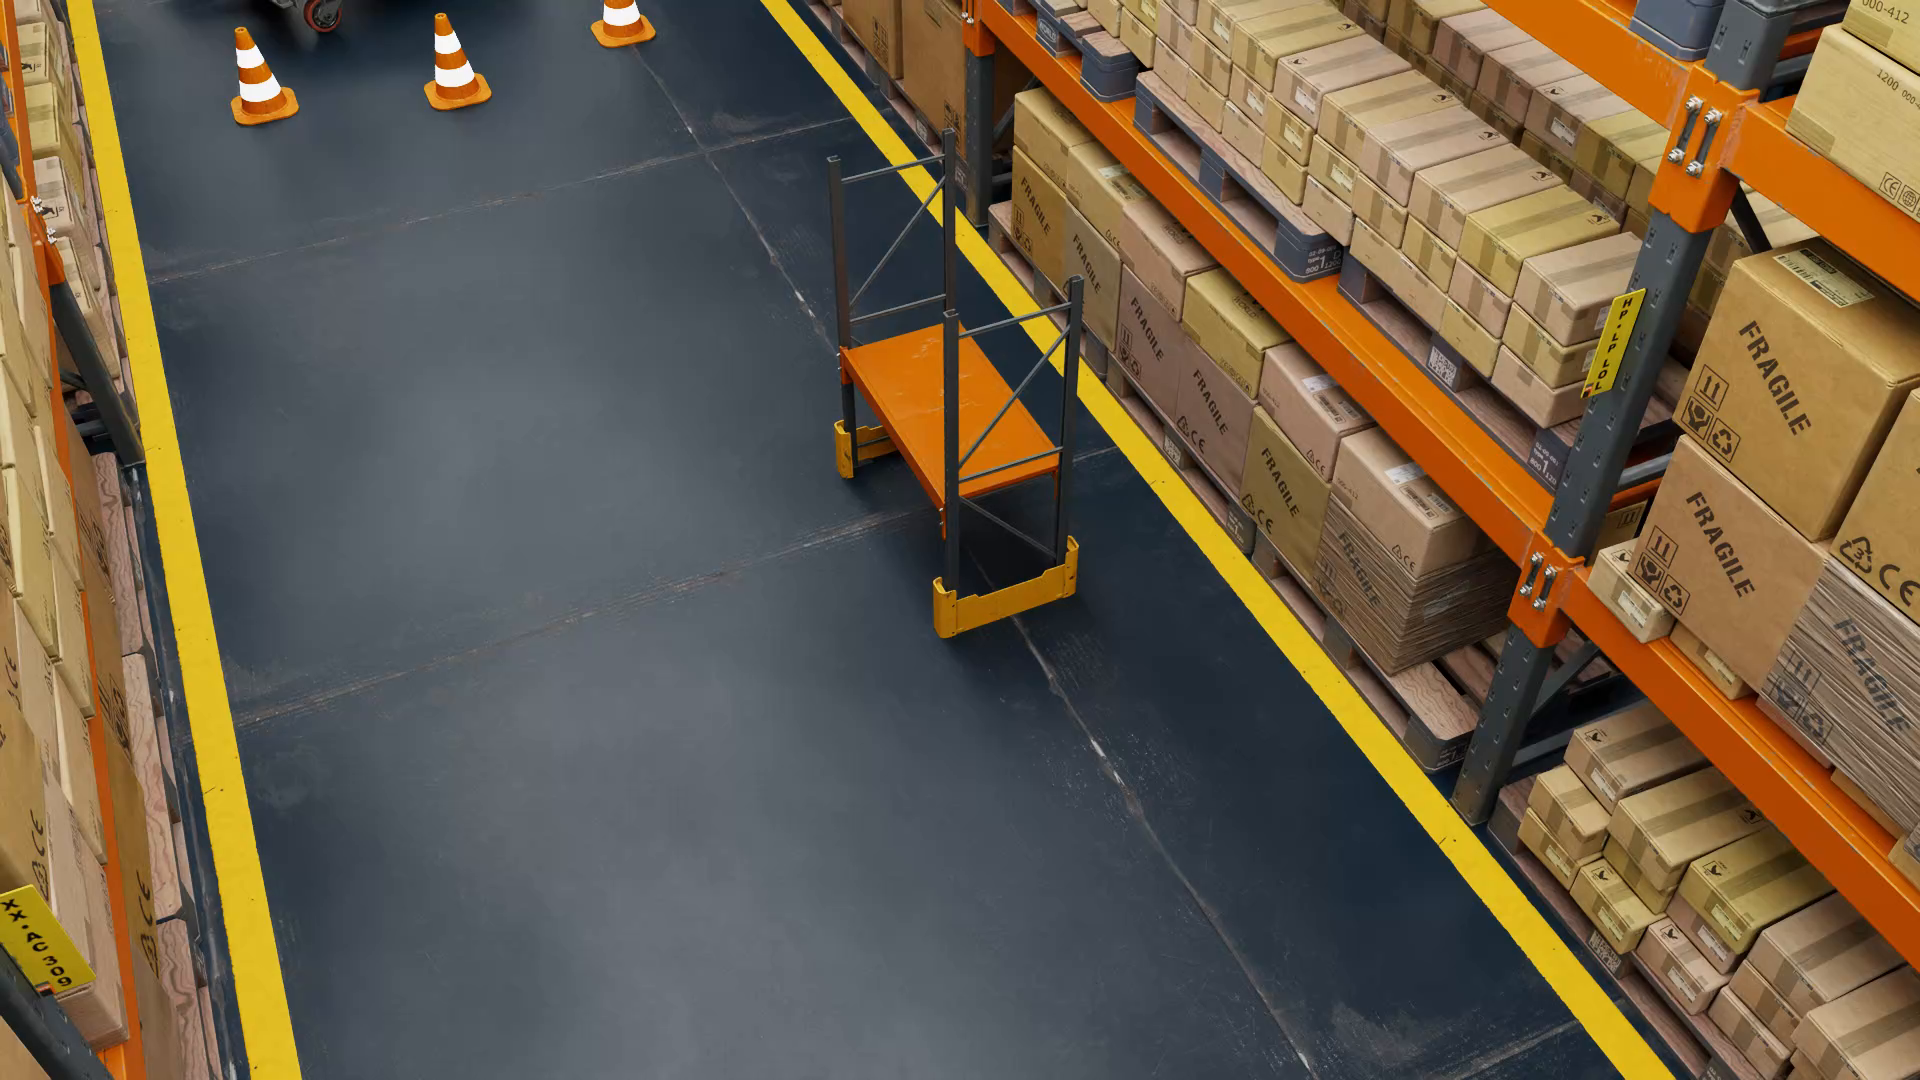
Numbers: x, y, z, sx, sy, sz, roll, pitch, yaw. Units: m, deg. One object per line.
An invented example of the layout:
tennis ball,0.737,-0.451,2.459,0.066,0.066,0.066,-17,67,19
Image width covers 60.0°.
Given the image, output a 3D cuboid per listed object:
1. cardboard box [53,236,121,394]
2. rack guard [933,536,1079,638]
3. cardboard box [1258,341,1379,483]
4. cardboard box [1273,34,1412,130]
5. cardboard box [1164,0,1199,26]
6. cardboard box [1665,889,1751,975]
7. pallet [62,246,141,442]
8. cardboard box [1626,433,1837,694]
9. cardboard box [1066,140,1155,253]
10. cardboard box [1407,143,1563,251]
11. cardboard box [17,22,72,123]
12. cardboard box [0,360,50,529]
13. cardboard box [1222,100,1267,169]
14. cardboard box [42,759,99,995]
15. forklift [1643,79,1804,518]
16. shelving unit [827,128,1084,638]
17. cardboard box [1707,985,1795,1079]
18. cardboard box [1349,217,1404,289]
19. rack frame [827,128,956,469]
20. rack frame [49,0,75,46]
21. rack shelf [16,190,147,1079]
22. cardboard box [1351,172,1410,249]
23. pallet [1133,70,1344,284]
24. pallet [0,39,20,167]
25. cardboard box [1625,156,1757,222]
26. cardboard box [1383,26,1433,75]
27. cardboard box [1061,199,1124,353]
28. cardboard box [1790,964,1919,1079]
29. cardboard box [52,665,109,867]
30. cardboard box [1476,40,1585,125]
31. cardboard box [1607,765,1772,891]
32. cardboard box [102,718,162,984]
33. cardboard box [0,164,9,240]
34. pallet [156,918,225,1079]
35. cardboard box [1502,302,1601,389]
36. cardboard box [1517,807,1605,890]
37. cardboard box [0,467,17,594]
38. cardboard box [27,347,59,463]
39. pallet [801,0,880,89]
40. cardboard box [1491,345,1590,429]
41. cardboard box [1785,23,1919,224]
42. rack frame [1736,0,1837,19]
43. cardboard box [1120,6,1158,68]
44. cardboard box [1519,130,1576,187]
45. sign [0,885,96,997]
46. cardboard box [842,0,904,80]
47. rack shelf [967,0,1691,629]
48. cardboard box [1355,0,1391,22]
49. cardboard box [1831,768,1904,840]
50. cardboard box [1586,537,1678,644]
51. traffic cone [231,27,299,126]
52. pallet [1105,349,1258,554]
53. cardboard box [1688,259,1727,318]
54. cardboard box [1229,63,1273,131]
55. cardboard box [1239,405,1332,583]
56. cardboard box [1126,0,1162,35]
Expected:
cardboard box,-4.169,-0.858,7.056,0.950,0.372,0.625,-21,48,-20
rack guard,0.177,0.180,6.390,0.587,0.250,0.087,-18,47,-17
cardboard box,1.444,-0.517,6.085,0.500,0.250,0.500,-16,47,-16
cardboard box,1.297,-1.559,5.651,0.380,0.149,0.250,-20,48,-19
cardboard box,0.968,-2.059,6.157,0.380,0.149,0.250,-16,47,-16
cardboard box,2.375,1.106,5.013,0.380,0.149,0.250,-18,47,-18
pallet,-4.268,-0.787,7.398,1.003,0.211,1.213,-18,47,-17
cardboard box,2.170,-0.010,4.342,0.500,0.500,0.500,-19,48,-18
cardboard box,0.792,-1.500,7.082,0.500,0.250,0.500,-19,48,-18
cardboard box,1.624,-1.065,5.150,0.380,0.149,0.250,-19,48,-19
cardboard box,-5.094,-2.254,8.471,0.950,0.372,0.625,-15,47,-15
cardboard box,-2.835,-0.196,4.563,0.500,0.250,0.500,-19,48,-19
cardboard box,1.181,-1.512,6.027,0.380,0.149,0.250,-19,48,-19
cardboard box,-2.188,0.779,3.575,0.500,0.250,0.500,-19,48,-19
forklift,3.047,-1.595,6.280,1.130,2.935,3.031,-19,48,-18
shelving unit,-0.032,-0.582,6.272,0.587,1.500,1.083,-18,47,-17
cardboard box,2.467,1.393,4.933,0.380,0.149,0.250,-19,48,-18
cardboard box,1.526,-0.998,5.506,0.380,0.149,0.250,-20,48,-19
rack frame,-0.250,-0.912,6.607,0.500,1.500,0.032,-18,47,-17
rack frame,-5.622,-3.830,8.496,1.000,3.000,0.127,-18,47,-17
rack shelf,-3.099,0.249,4.874,1.077,0.370,4.000,-18,47,-17
cardboard box,1.511,-1.119,5.417,0.380,0.149,0.250,-19,48,-19
pallet,1.378,-1.490,6.261,1.003,0.211,1.213,-18,47,-17
pallet,-4.337,-1.636,6.409,1.213,0.211,1.003,-18,47,-17
cardboard box,2.319,-1.093,5.179,0.380,0.149,0.250,-17,47,-16
cardboard box,1.782,-1.807,6.114,0.380,0.149,0.250,-19,48,-18
cardboard box,0.789,-1.222,7.333,0.500,0.500,0.500,-17,47,-17
cardboard box,2.524,1.361,4.542,0.380,0.149,0.250,-17,47,-17
cardboard box,-2.423,0.633,4.079,0.500,0.250,0.500,-19,48,-18
cardboard box,2.003,-1.580,5.672,0.380,0.149,0.250,-18,48,-18
cardboard box,2.209,0.869,5.041,0.380,0.149,0.250,-16,47,-15
cardboard box,-2.979,0.930,4.886,0.875,0.875,0.875,-17,47,-16
cardboard box,-3.506,-1.172,5.553,0.500,0.250,0.500,-18,47,-18
pallet,-2.651,1.791,4.785,1.003,0.211,1.213,-18,47,-17
cardboard box,1.844,-0.620,4.911,0.380,0.149,0.250,-17,47,-16
cardboard box,2.052,0.934,5.399,0.380,0.149,0.250,-20,48,-19
cardboard box,-2.630,-0.126,3.959,0.500,0.500,0.500,-19,48,-18
cardboard box,-3.066,-0.336,5.061,0.500,0.250,0.500,-18,48,-18
pallet,-0.264,-3.116,9.758,1.003,0.211,1.213,-18,47,-17
cardboard box,1.844,-0.513,5.014,0.380,0.149,0.250,-19,48,-18
cardboard box,2.145,-0.900,3.498,0.500,0.250,0.500,-16,47,-15
rack frame,2.190,-2.394,2.769,1.000,3.000,0.127,-18,47,-17
cardboard box,0.855,-2.009,6.530,0.380,0.149,0.250,-16,47,-16
cardboard box,2.112,-1.306,5.606,0.380,0.149,0.250,-20,48,-19
sign,-1.755,0.766,3.165,0.100,0.325,0.005,-18,47,-17
cardboard box,-0.037,-3.127,9.086,1.050,0.750,0.750,-17,47,-17
rack shelf,1.349,-1.277,6.421,1.077,0.370,4.000,-18,47,-17
cardboard box,1.672,-2.078,6.176,0.380,0.149,0.250,-16,47,-15
cardboard box,2.457,0.580,4.206,0.380,0.149,0.250,-20,48,-19
cardboard box,2.013,0.108,4.684,0.380,0.149,0.250,-16,47,-16
traffic cone,-3.831,-2.551,9.006,0.336,0.463,0.334,-18,47,-17
pallet,1.345,-0.540,7.147,1.003,0.211,1.213,-18,47,-17
cardboard box,2.442,-0.811,5.105,0.380,0.149,0.250,-17,47,-17
cardboard box,1.189,-1.615,5.919,0.380,0.149,0.250,-16,47,-16
cardboard box,1.435,-0.243,6.341,0.500,0.500,0.500,-19,48,-18
cardboard box,0.867,-2.104,6.415,0.380,0.149,0.250,-18,47,-17
